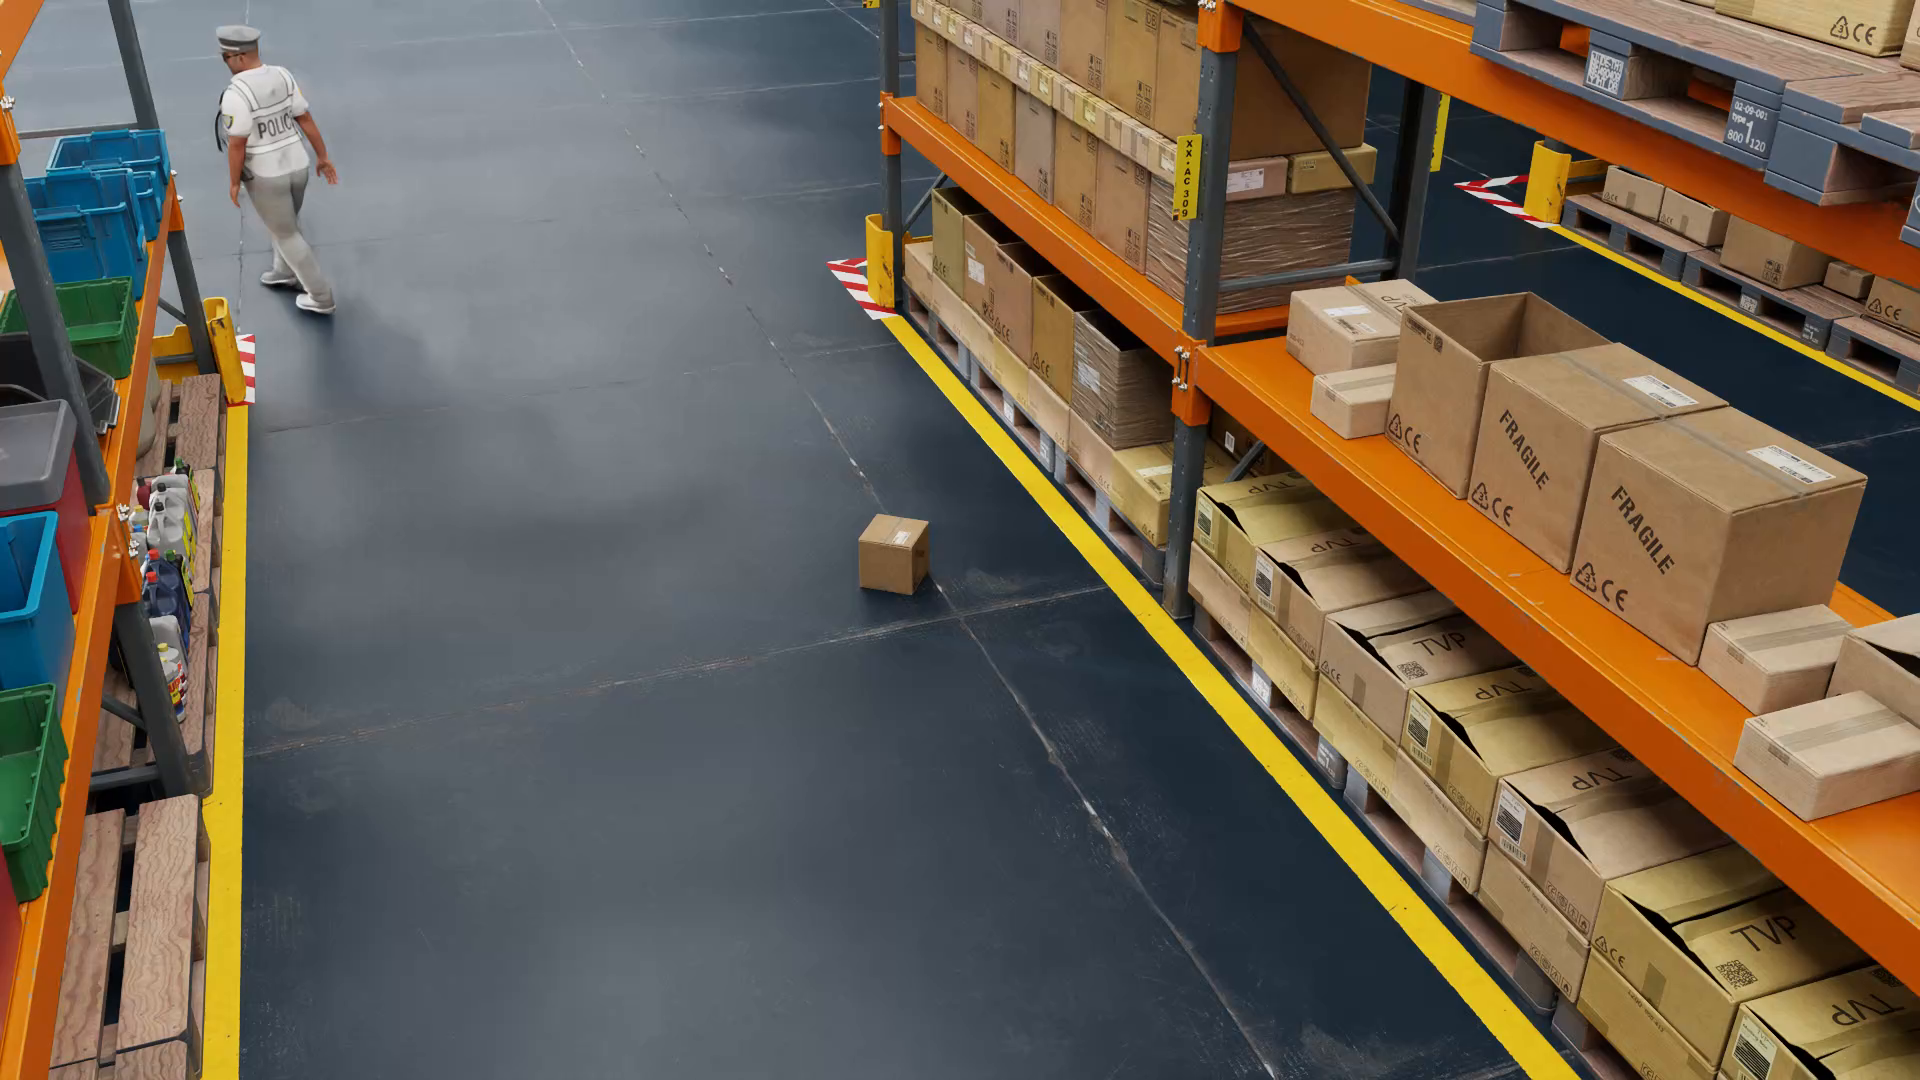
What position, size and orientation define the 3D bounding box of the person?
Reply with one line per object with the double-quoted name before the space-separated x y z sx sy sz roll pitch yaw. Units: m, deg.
"person" -4.239 -2.256 10.075 0.826 1.717 0.633 11 32 19
